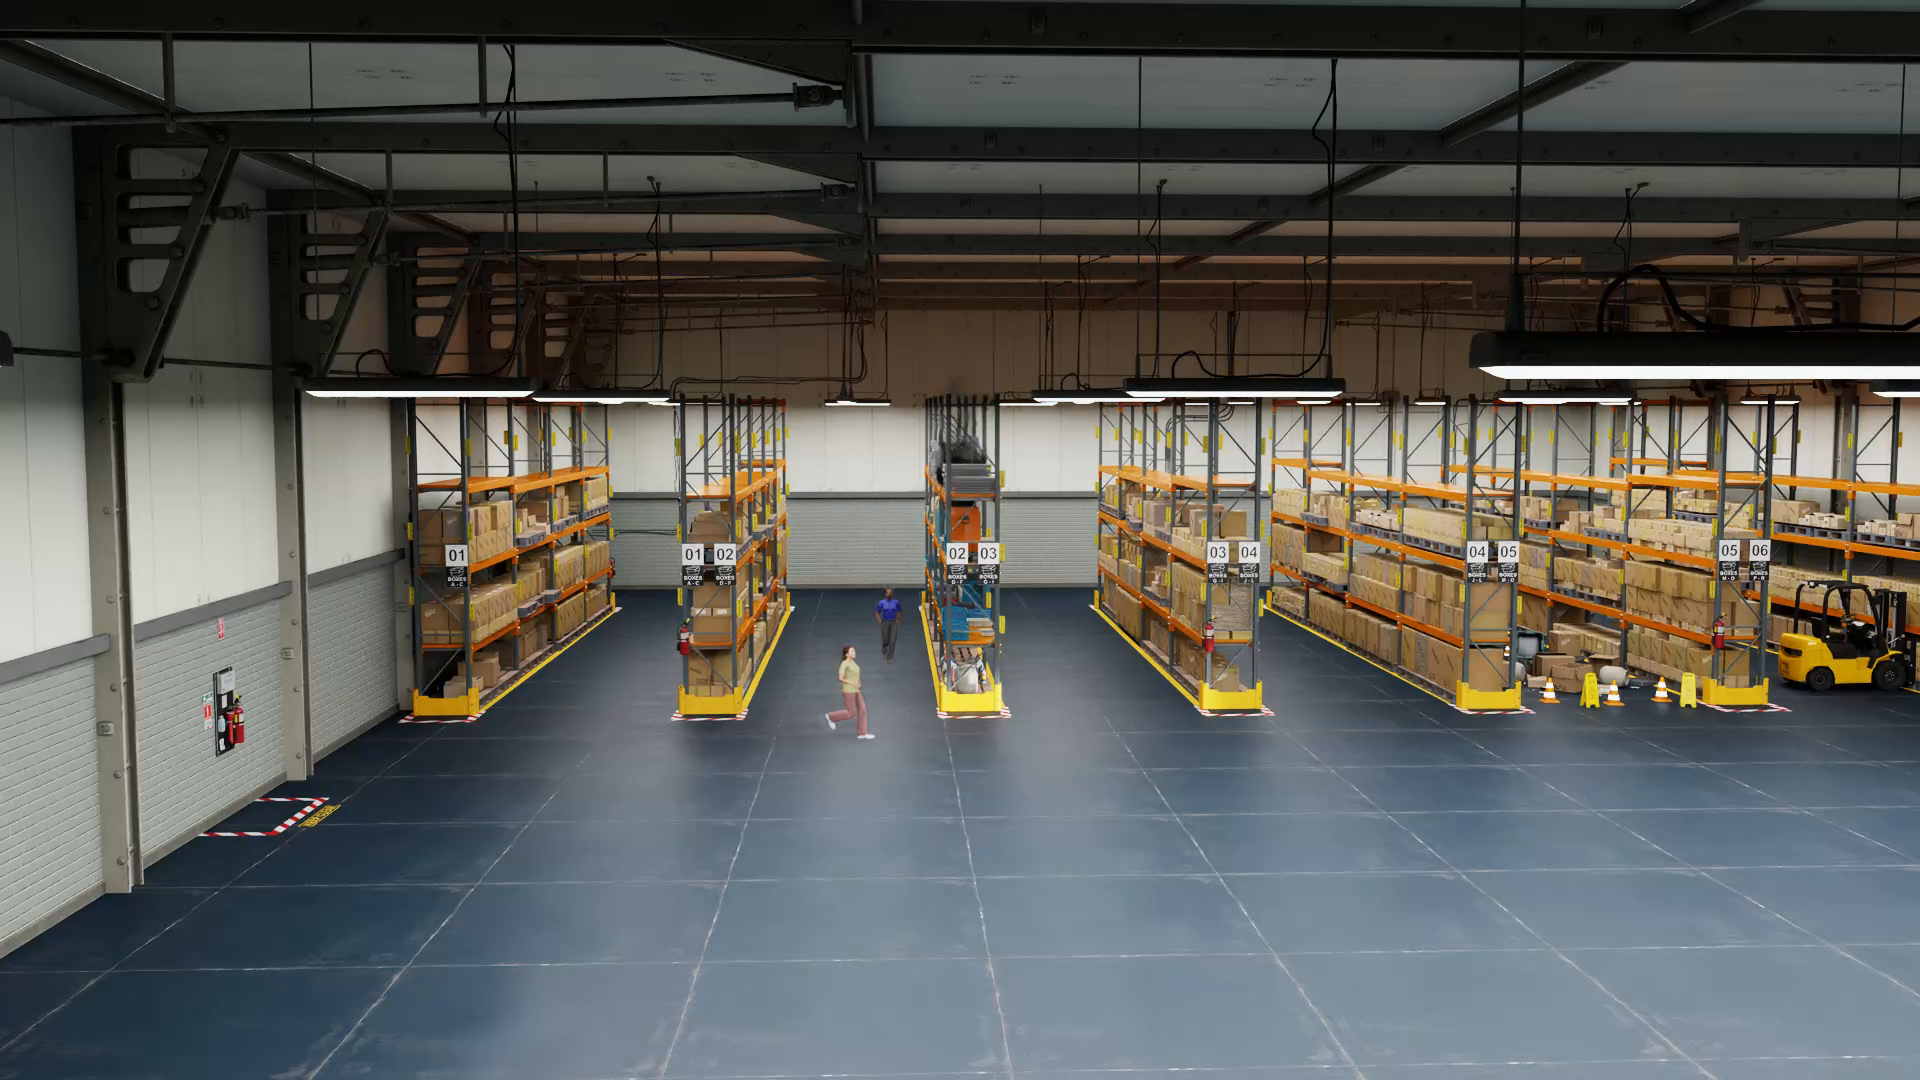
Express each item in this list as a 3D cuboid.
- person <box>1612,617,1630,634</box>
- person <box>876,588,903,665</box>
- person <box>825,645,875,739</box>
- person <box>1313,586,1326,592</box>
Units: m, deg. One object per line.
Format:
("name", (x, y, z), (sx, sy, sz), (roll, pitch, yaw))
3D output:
("person", (16.345, 1.615, 40.944), (0.714, 1.742, 0.635), (-1, 5, -7))
("person", (-1.511, 1.829, 35.576), (0.582, 1.629, 0.577), (-1, 5, -9))
("person", (-1.886, 2.635, 28.836), (0.901, 1.639, 0.593), (2, 5, 22))
("person", (10.516, 1.071, 48.445), (0.650, 1.652, 0.555), (-3, 6, -37))
